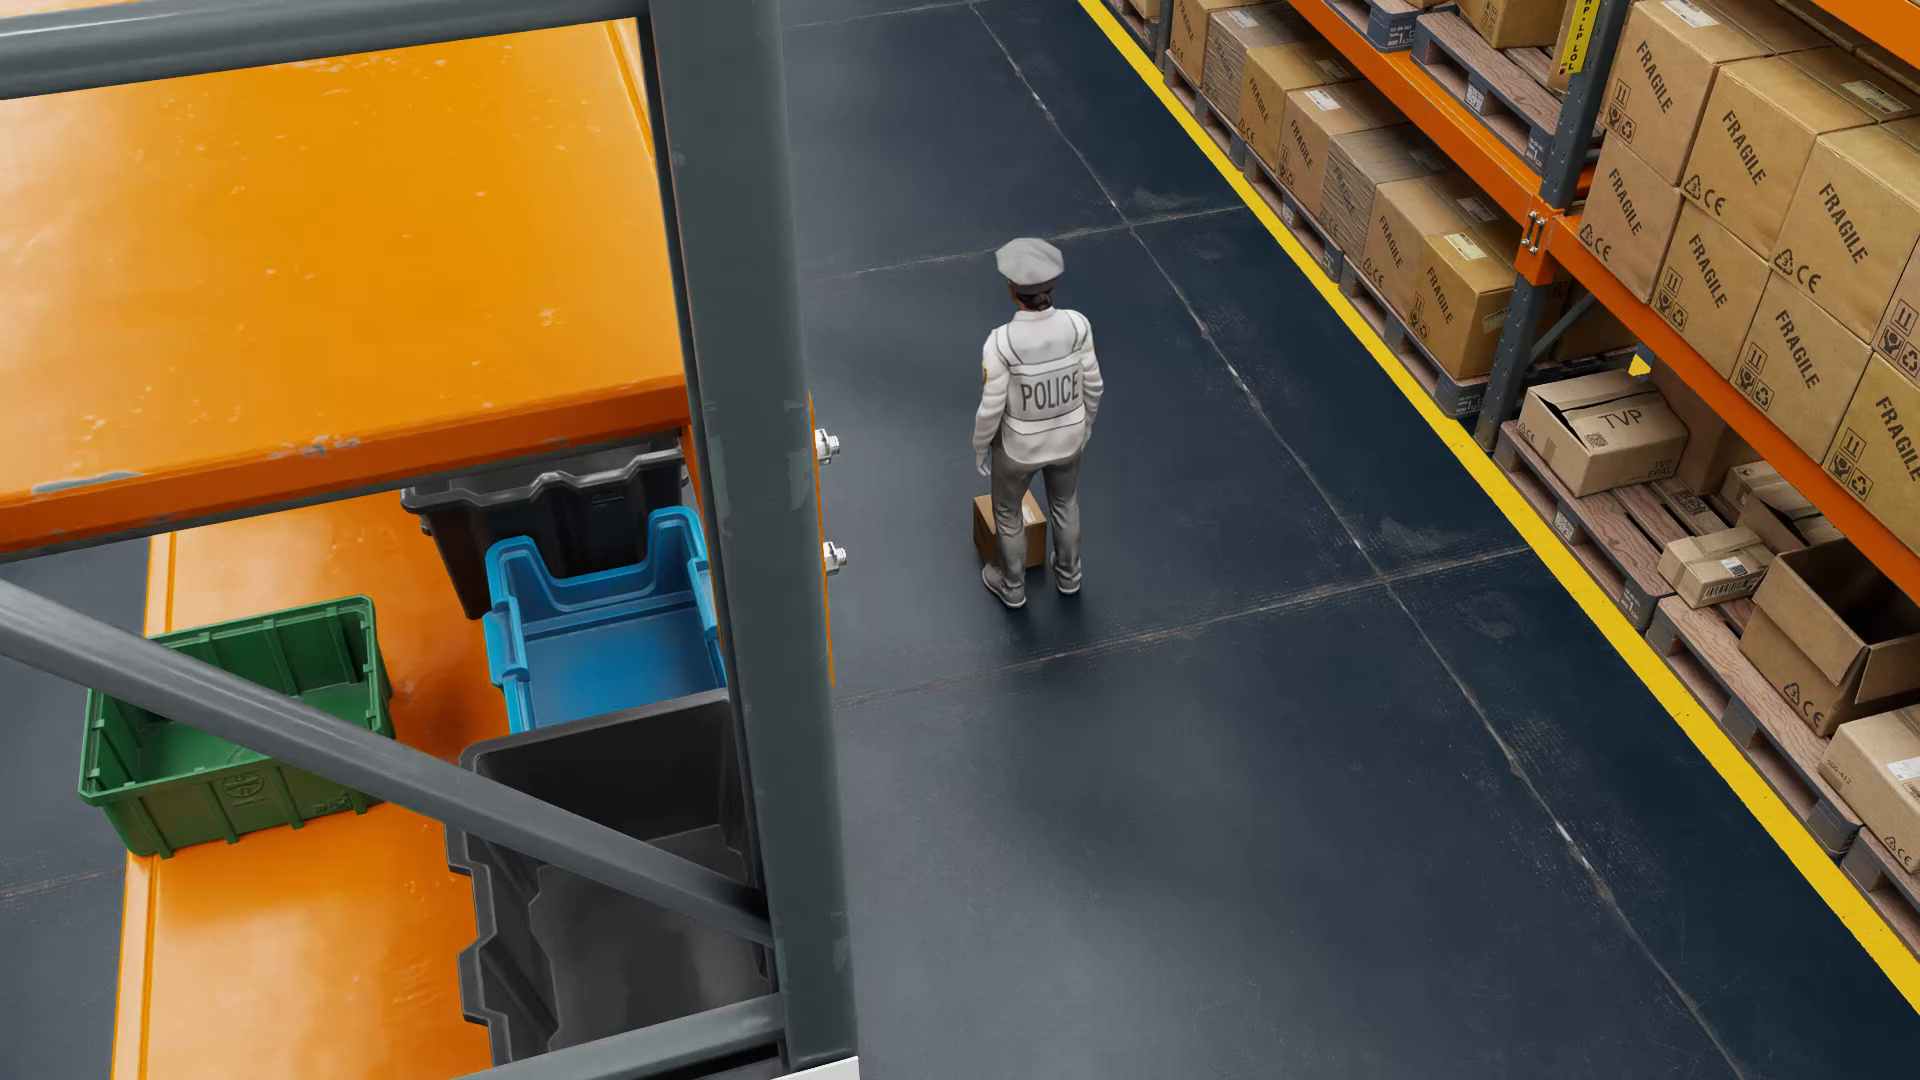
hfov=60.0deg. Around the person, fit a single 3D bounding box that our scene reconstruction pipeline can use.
[{"bbox_3d":[0.295,-0.405,6.601,0.529,1.661,0.375,-14,44,-15],"label":"person"}]
